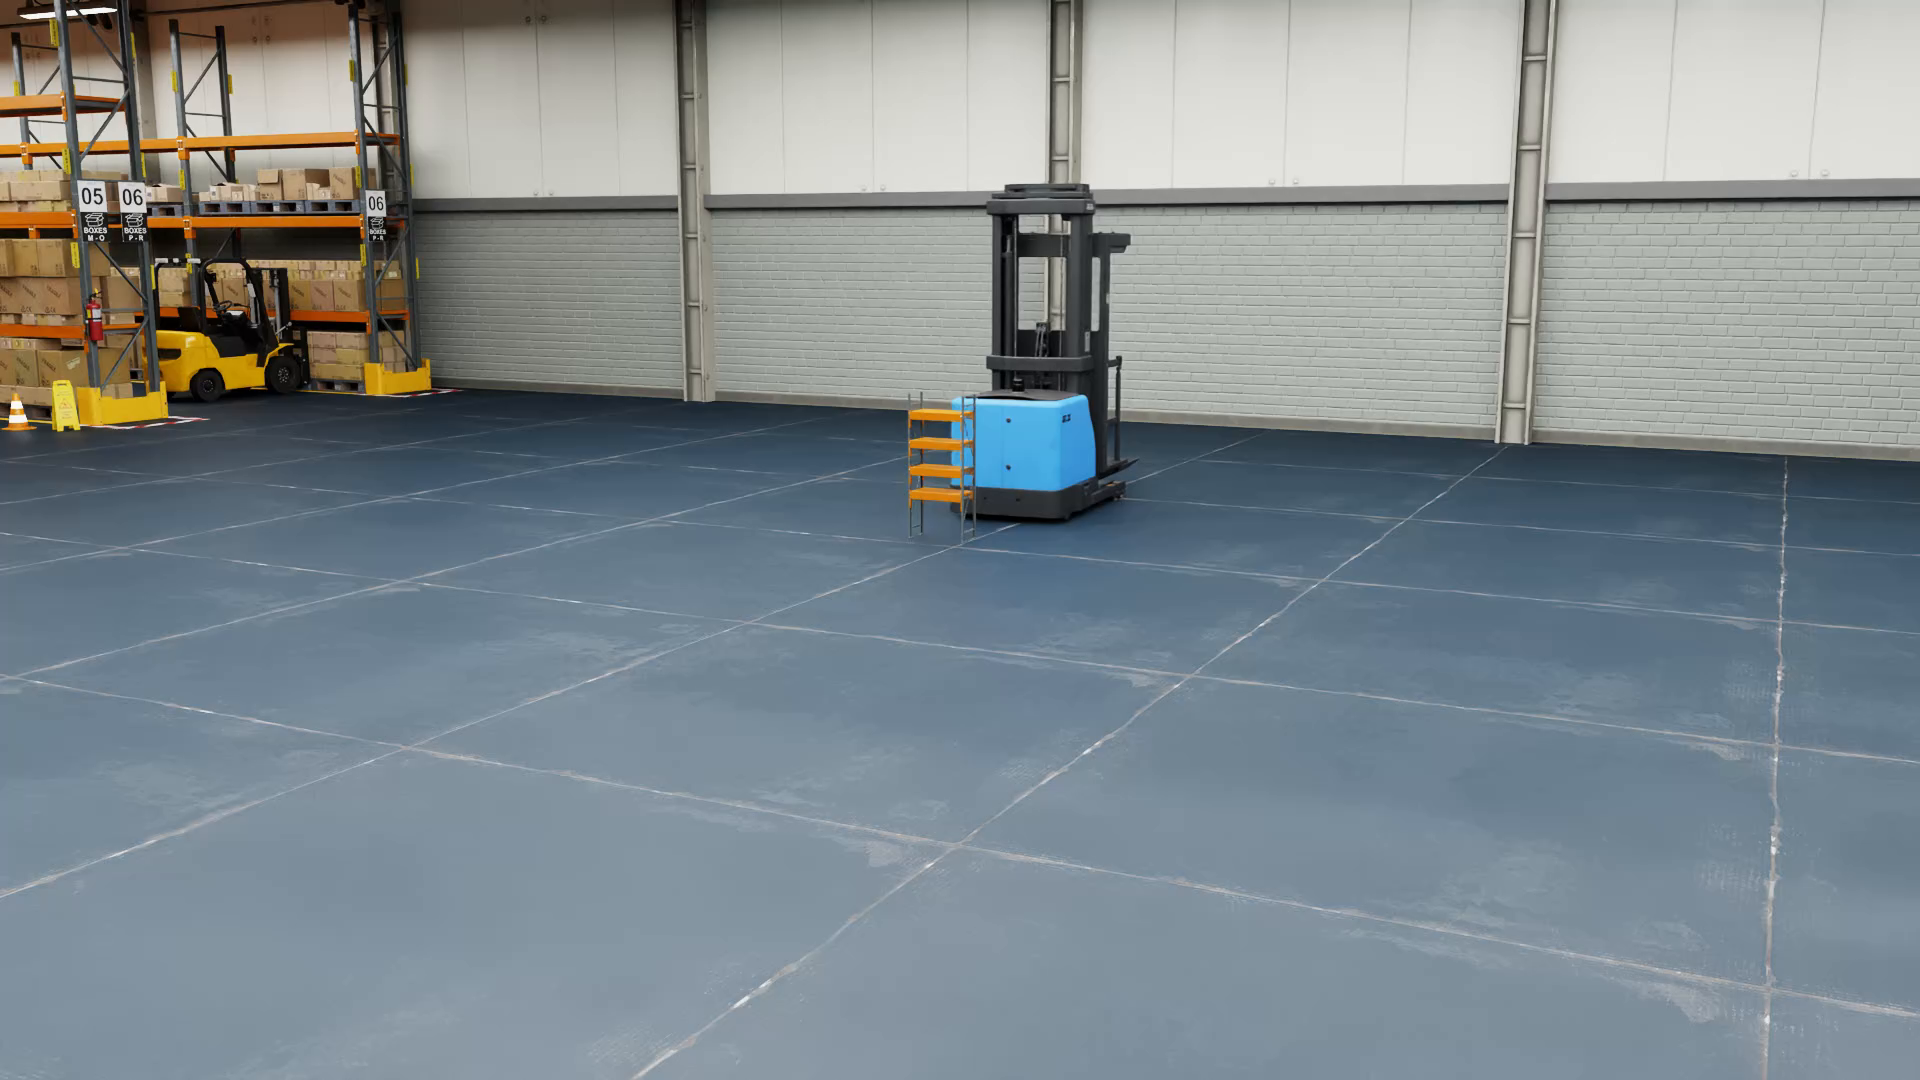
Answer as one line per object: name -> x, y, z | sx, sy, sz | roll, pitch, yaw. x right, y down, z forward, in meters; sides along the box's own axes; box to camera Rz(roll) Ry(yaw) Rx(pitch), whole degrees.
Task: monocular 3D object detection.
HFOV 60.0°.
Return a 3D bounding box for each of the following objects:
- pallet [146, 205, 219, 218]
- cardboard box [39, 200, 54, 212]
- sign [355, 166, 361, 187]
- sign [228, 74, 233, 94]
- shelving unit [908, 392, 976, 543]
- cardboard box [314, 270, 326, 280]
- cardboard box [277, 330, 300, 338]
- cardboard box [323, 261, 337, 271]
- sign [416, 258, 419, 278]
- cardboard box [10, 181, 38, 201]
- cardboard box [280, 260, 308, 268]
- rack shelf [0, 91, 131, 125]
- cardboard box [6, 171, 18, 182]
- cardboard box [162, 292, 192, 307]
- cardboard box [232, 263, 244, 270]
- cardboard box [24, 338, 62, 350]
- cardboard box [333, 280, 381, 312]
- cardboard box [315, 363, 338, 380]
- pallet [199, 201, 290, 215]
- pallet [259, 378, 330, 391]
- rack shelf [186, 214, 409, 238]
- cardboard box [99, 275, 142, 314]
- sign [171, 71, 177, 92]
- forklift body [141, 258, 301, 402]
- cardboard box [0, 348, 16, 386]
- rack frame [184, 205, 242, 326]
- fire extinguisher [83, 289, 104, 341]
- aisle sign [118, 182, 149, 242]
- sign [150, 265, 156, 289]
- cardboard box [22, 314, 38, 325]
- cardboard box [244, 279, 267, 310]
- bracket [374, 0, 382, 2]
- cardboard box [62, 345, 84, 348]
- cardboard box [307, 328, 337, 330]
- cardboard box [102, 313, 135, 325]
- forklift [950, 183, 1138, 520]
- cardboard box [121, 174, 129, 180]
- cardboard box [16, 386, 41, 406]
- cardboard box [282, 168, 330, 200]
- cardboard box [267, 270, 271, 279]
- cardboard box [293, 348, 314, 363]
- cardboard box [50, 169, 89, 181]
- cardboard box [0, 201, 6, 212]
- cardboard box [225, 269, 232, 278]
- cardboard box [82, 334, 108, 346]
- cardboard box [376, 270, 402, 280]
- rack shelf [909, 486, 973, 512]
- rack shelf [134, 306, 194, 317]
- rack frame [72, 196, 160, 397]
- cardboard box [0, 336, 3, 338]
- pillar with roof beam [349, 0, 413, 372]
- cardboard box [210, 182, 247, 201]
pallet -> -13.534, -5.656, 28.672 | 1.217, 0.209, 0.805 | 5, 11, 24
cardboard box -> -12.024, -4.448, 22.169 | 0.250, 0.149, 0.380 | 5, 11, 26
sign -> -9.403, -5.678, 25.996 | 0.005, 0.325, 0.100 | 5, 11, 26
sign -> -12.470, -7.783, 28.397 | 0.005, 0.325, 0.100 | 5, 11, 26
shelving unit -> -0.148, -0.603, 13.695 | 0.503, 1.200, 0.258 | 5, 11, 26
cardboard box -> -10.250, -4.309, 27.014 | 0.250, 0.149, 0.380 | 5, 11, 25
cardboard box -> -11.070, -3.342, 27.507 | 0.500, 0.250, 0.500 | 5, 11, 25
cardboard box -> -10.046, -4.431, 26.854 | 0.250, 0.149, 0.380 | 5, 12, 27
sign -> -8.899, -4.444, 27.210 | 0.005, 0.325, 0.100 | 5, 11, 26
cardboard box -> -12.366, -4.686, 22.362 | 0.500, 0.250, 0.500 | 5, 11, 25
cardboard box -> -10.943, -4.520, 27.347 | 0.250, 0.149, 0.380 | 5, 11, 27
rack shelf -> -13.137, -5.852, 22.827 | 4.000, 0.370, 1.077 | 5, 11, 26
cardboard box -> -12.649, -4.915, 22.506 | 0.250, 0.149, 0.380 | 5, 11, 26
cardboard box -> -13.305, -4.130, 28.551 | 0.500, 0.250, 0.500 | 5, 12, 27
cardboard box -> -11.890, -4.587, 27.715 | 0.250, 0.149, 0.380 | 5, 12, 27
cardboard box -> -12.536, -2.680, 22.728 | 0.250, 0.149, 0.380 | 5, 12, 27
cardboard box -> -9.708, -3.937, 26.781 | 0.500, 0.500, 0.500 | 5, 11, 25
cardboard box -> -10.153, -2.772, 27.166 | 0.500, 0.250, 0.500 | 5, 11, 26
pallet -> -11.961, -5.576, 27.941 | 1.213, 0.211, 1.003 | 5, 11, 26
pallet -> -10.944, -2.669, 27.884 | 1.213, 0.211, 1.003 | 5, 11, 26
rack shelf -> -10.944, -5.171, 27.475 | 4.000, 0.370, 1.077 | 5, 11, 26
cardboard box -> -11.645, -3.375, 22.841 | 0.500, 0.500, 0.500 | 5, 11, 25
sign -> -12.967, -7.569, 27.441 | 0.005, 0.325, 0.100 | 5, 11, 26
forklift body -> -11.658, -3.332, 26.099 | 1.214, 2.155, 2.313 | 5, 11, 26
cardboard box -> -13.096, -2.424, 23.135 | 0.500, 0.500, 0.500 | 5, 11, 24
rack frame -> -12.737, -4.206, 28.549 | 0.127, 3.000, 1.000 | 5, 11, 26
fire extinguisher -> -11.444, -2.977, 21.976 | 0.183, 0.674, 0.296 | 5, 11, 26
aisle sign -> -11.150, -4.422, 22.441 | 0.004, 0.787, 0.394 | 5, 11, 26
sign -> -11.103, -3.611, 22.827 | 0.005, 0.325, 0.100 | 5, 11, 26
cardboard box -> -12.514, -3.011, 22.650 | 0.250, 0.149, 0.380 | 5, 12, 27
cardboard box -> -11.526, -4.101, 27.685 | 0.500, 0.500, 0.500 | 5, 11, 25
bracket -> -9.161, -8.724, 26.557 | 0.430, 0.232, 0.235 | 5, 11, 26
cardboard box -> -12.436, -2.471, 23.395 | 0.500, 0.500, 0.500 | 5, 11, 24
cardboard box -> -10.847, -3.426, 27.973 | 0.500, 0.250, 0.500 | 5, 11, 25
cardboard box -> -11.556, -3.034, 22.779 | 0.250, 0.149, 0.380 | 5, 11, 26
forklift -> 0.942, -1.835, 15.638 | 1.130, 2.935, 3.031 | 4, 11, 22
cardboard box -> -14.870, -6.126, 28.995 | 0.500, 0.500, 0.500 | 5, 12, 27
cardboard box -> -12.648, -2.015, 22.980 | 0.500, 0.250, 0.500 | 5, 11, 26
cardboard box -> -10.529, -5.765, 26.997 | 0.500, 0.500, 0.700 | 5, 11, 26
cardboard box -> -11.190, -4.383, 27.421 | 0.250, 0.149, 0.380 | 5, 11, 25
cardboard box -> -10.642, -3.058, 27.341 | 0.500, 0.250, 0.500 | 5, 11, 25
cardboard box -> -11.777, -4.822, 21.997 | 0.250, 0.149, 0.380 | 5, 11, 26
cardboard box -> -12.923, -4.539, 22.672 | 0.250, 0.149, 0.380 | 5, 11, 24
cardboard box -> -12.089, -4.471, 27.911 | 0.250, 0.149, 0.380 | 5, 11, 26
cardboard box -> -15.182, -3.458, 29.904 | 0.625, 0.625, 0.875 | 5, 12, 28
cardboard box -> -9.339, -4.328, 27.117 | 0.250, 0.149, 0.380 | 5, 11, 24
rack shelf -> -0.148, -0.342, 13.743 | 0.480, 0.148, 0.258 | 5, 11, 26
rack shelf -> -14.531, -4.010, 29.484 | 4.000, 0.370, 1.077 | 5, 11, 26
rack frame -> -11.343, -3.098, 22.426 | 0.127, 3.000, 1.000 | 5, 11, 26
cardboard box -> -17.713, -3.579, 30.923 | 0.500, 0.500, 0.500 | 6, 12, 28
pillar with roof beam -> -11.281, -6.354, 23.573 | 0.548, 9.000, 9.100 | 5, 11, 26
cardboard box -> -12.099, -5.790, 27.666 | 0.500, 0.311, 0.500 | 5, 12, 27
